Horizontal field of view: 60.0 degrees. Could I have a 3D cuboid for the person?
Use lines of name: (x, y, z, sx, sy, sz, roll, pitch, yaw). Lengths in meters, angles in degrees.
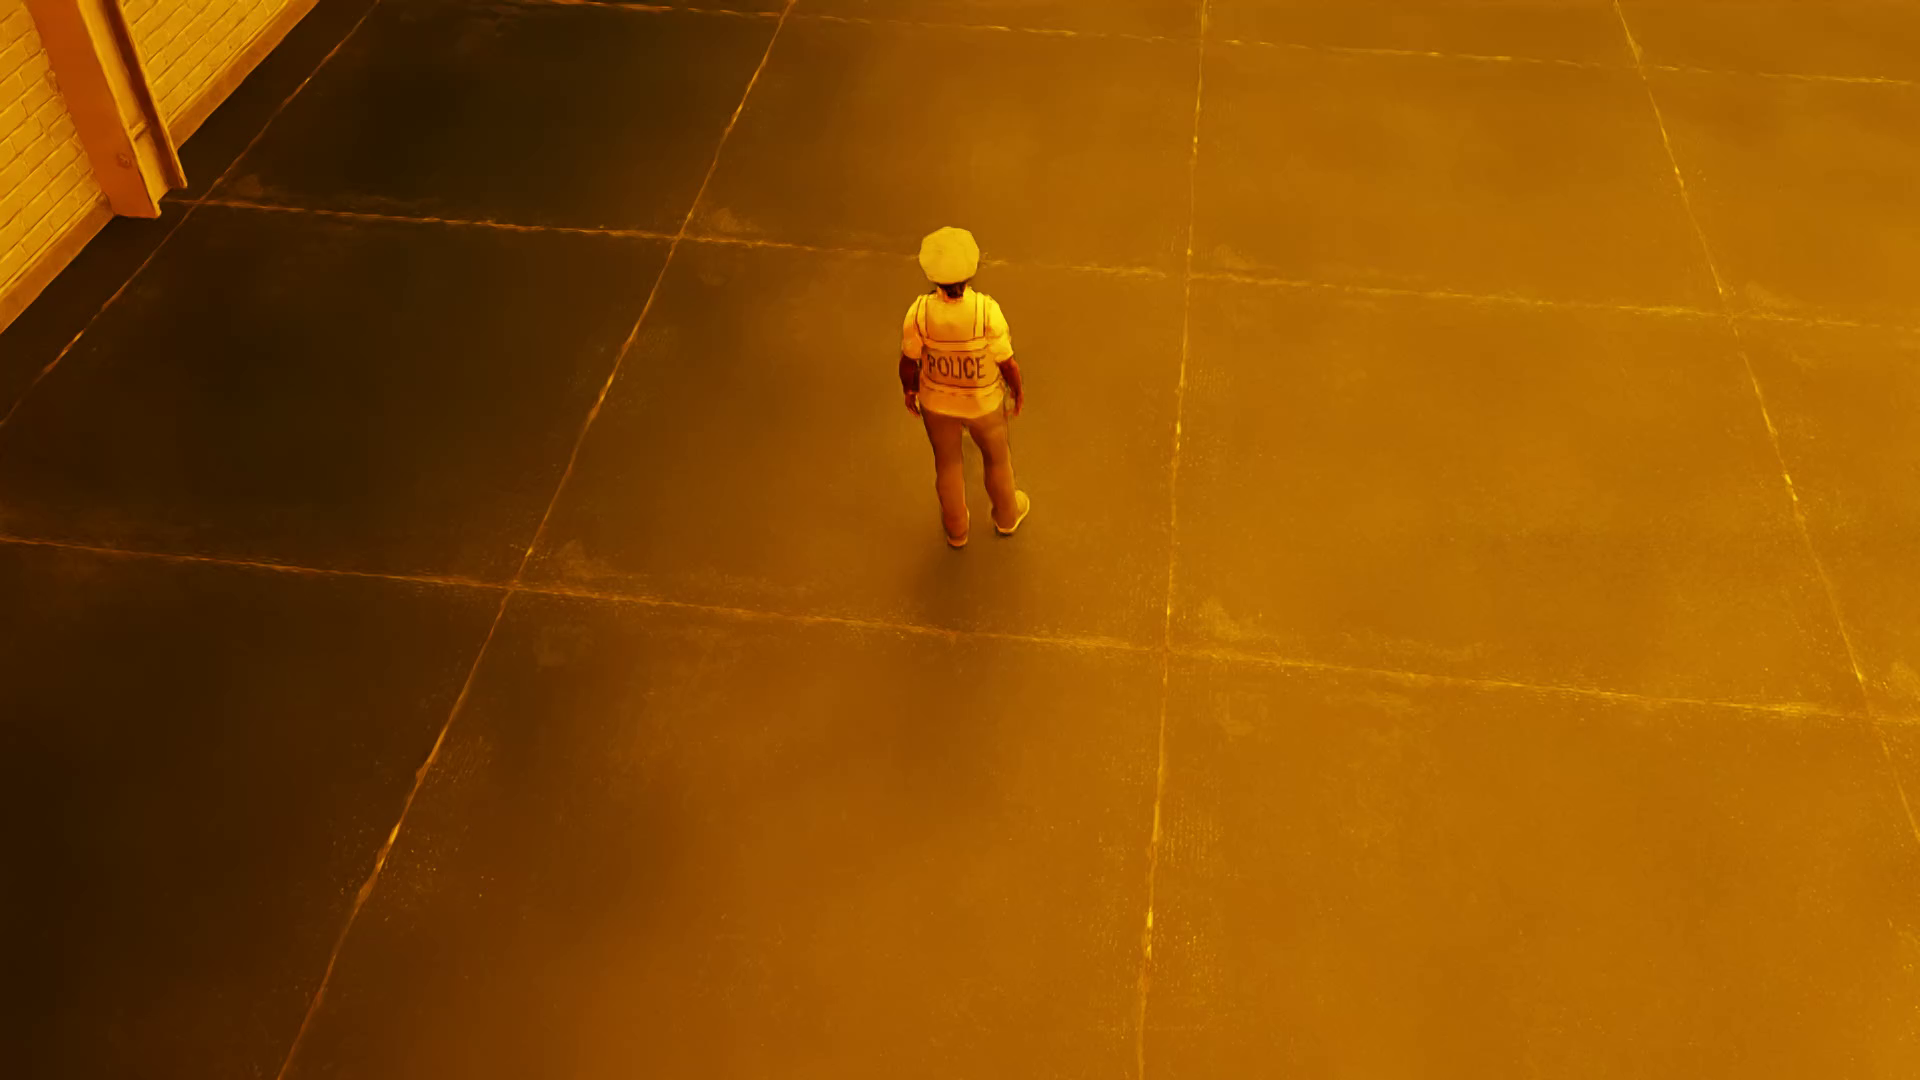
person: (0.029, -0.677, 7.366, 0.570, 1.693, 0.529, 5, 43, 6)
